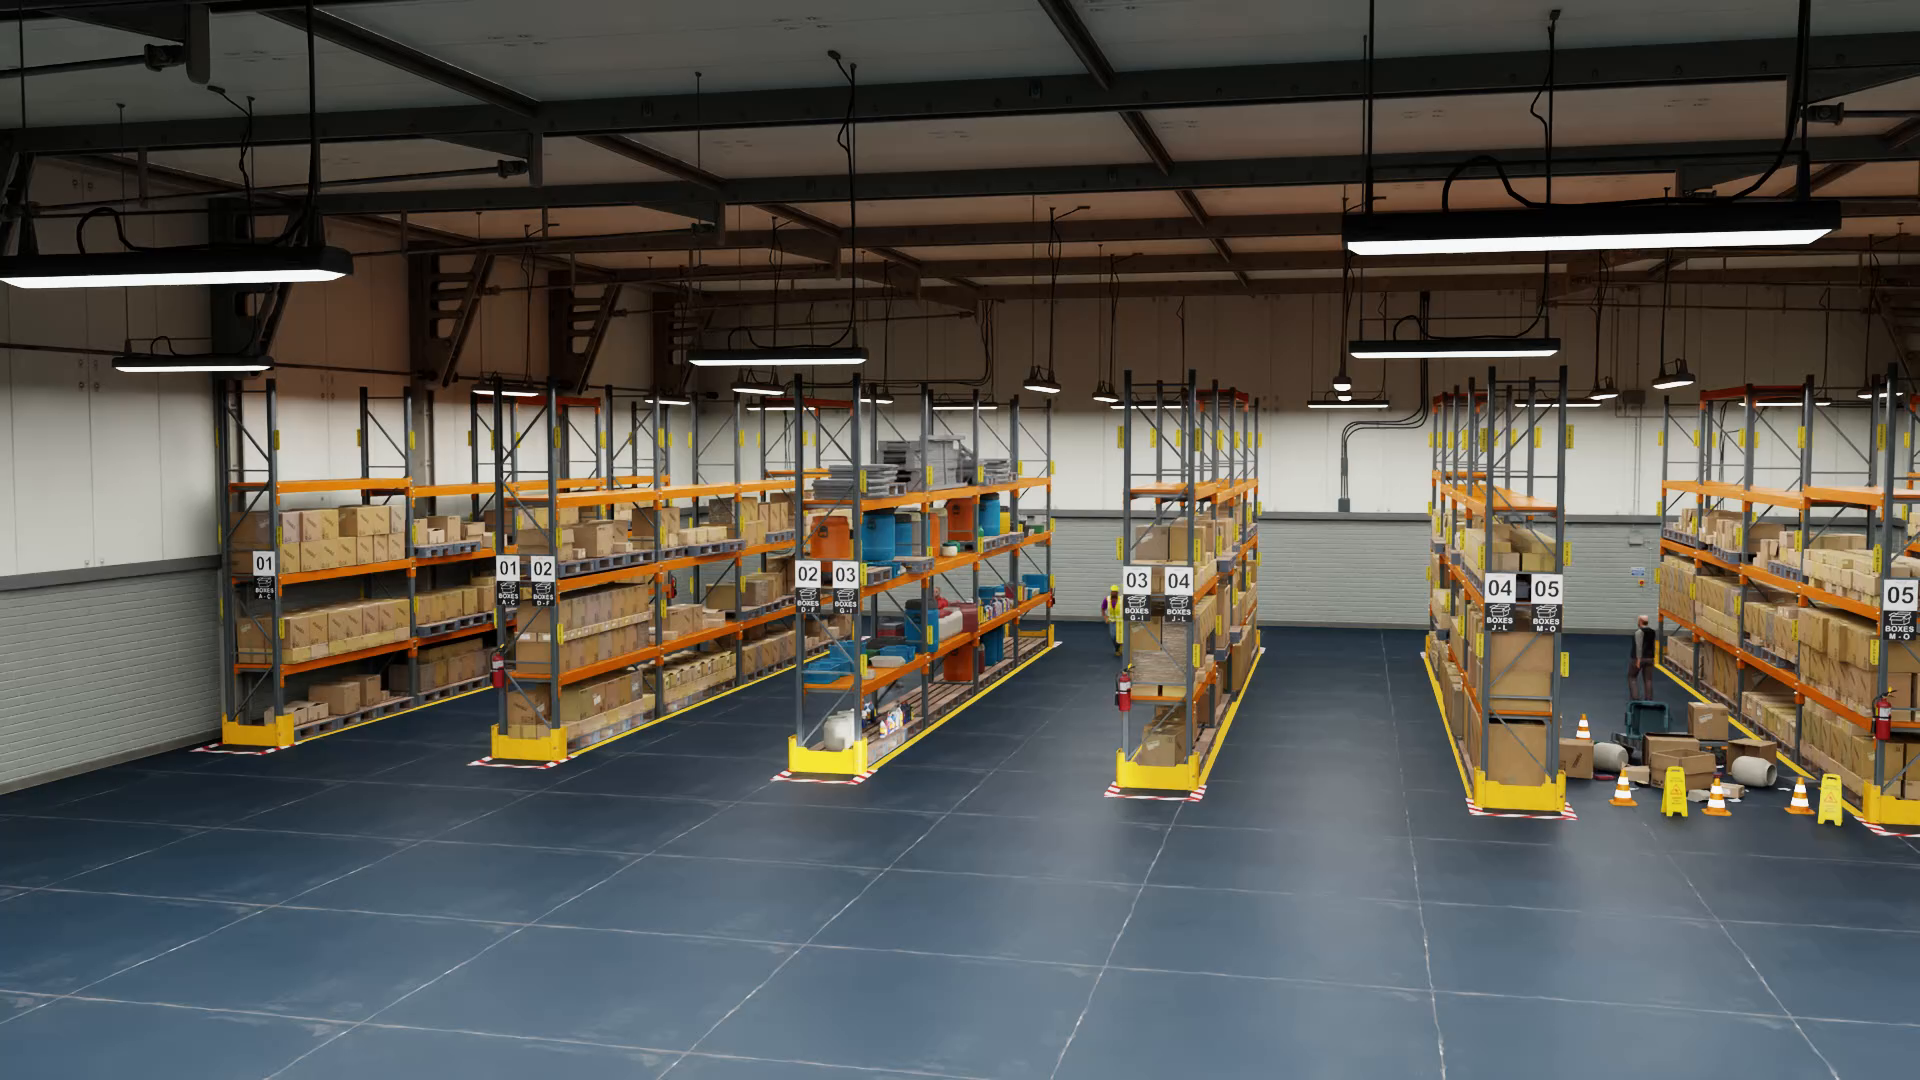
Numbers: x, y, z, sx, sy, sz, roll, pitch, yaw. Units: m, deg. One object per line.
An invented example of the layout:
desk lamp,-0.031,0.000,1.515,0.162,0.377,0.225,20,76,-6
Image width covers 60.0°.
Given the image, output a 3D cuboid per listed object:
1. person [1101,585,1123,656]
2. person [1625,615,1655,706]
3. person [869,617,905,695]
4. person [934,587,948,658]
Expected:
person,3.636,1.864,38.419,0.739,1.670,0.683,1,4,22
person,12.846,2.293,31.187,0.522,1.759,0.559,0,3,-5
person,-1.436,2.154,31.040,1.092,1.450,0.523,-3,4,-36
person,-0.539,1.894,37.588,0.585,1.662,1.067,1,3,11
